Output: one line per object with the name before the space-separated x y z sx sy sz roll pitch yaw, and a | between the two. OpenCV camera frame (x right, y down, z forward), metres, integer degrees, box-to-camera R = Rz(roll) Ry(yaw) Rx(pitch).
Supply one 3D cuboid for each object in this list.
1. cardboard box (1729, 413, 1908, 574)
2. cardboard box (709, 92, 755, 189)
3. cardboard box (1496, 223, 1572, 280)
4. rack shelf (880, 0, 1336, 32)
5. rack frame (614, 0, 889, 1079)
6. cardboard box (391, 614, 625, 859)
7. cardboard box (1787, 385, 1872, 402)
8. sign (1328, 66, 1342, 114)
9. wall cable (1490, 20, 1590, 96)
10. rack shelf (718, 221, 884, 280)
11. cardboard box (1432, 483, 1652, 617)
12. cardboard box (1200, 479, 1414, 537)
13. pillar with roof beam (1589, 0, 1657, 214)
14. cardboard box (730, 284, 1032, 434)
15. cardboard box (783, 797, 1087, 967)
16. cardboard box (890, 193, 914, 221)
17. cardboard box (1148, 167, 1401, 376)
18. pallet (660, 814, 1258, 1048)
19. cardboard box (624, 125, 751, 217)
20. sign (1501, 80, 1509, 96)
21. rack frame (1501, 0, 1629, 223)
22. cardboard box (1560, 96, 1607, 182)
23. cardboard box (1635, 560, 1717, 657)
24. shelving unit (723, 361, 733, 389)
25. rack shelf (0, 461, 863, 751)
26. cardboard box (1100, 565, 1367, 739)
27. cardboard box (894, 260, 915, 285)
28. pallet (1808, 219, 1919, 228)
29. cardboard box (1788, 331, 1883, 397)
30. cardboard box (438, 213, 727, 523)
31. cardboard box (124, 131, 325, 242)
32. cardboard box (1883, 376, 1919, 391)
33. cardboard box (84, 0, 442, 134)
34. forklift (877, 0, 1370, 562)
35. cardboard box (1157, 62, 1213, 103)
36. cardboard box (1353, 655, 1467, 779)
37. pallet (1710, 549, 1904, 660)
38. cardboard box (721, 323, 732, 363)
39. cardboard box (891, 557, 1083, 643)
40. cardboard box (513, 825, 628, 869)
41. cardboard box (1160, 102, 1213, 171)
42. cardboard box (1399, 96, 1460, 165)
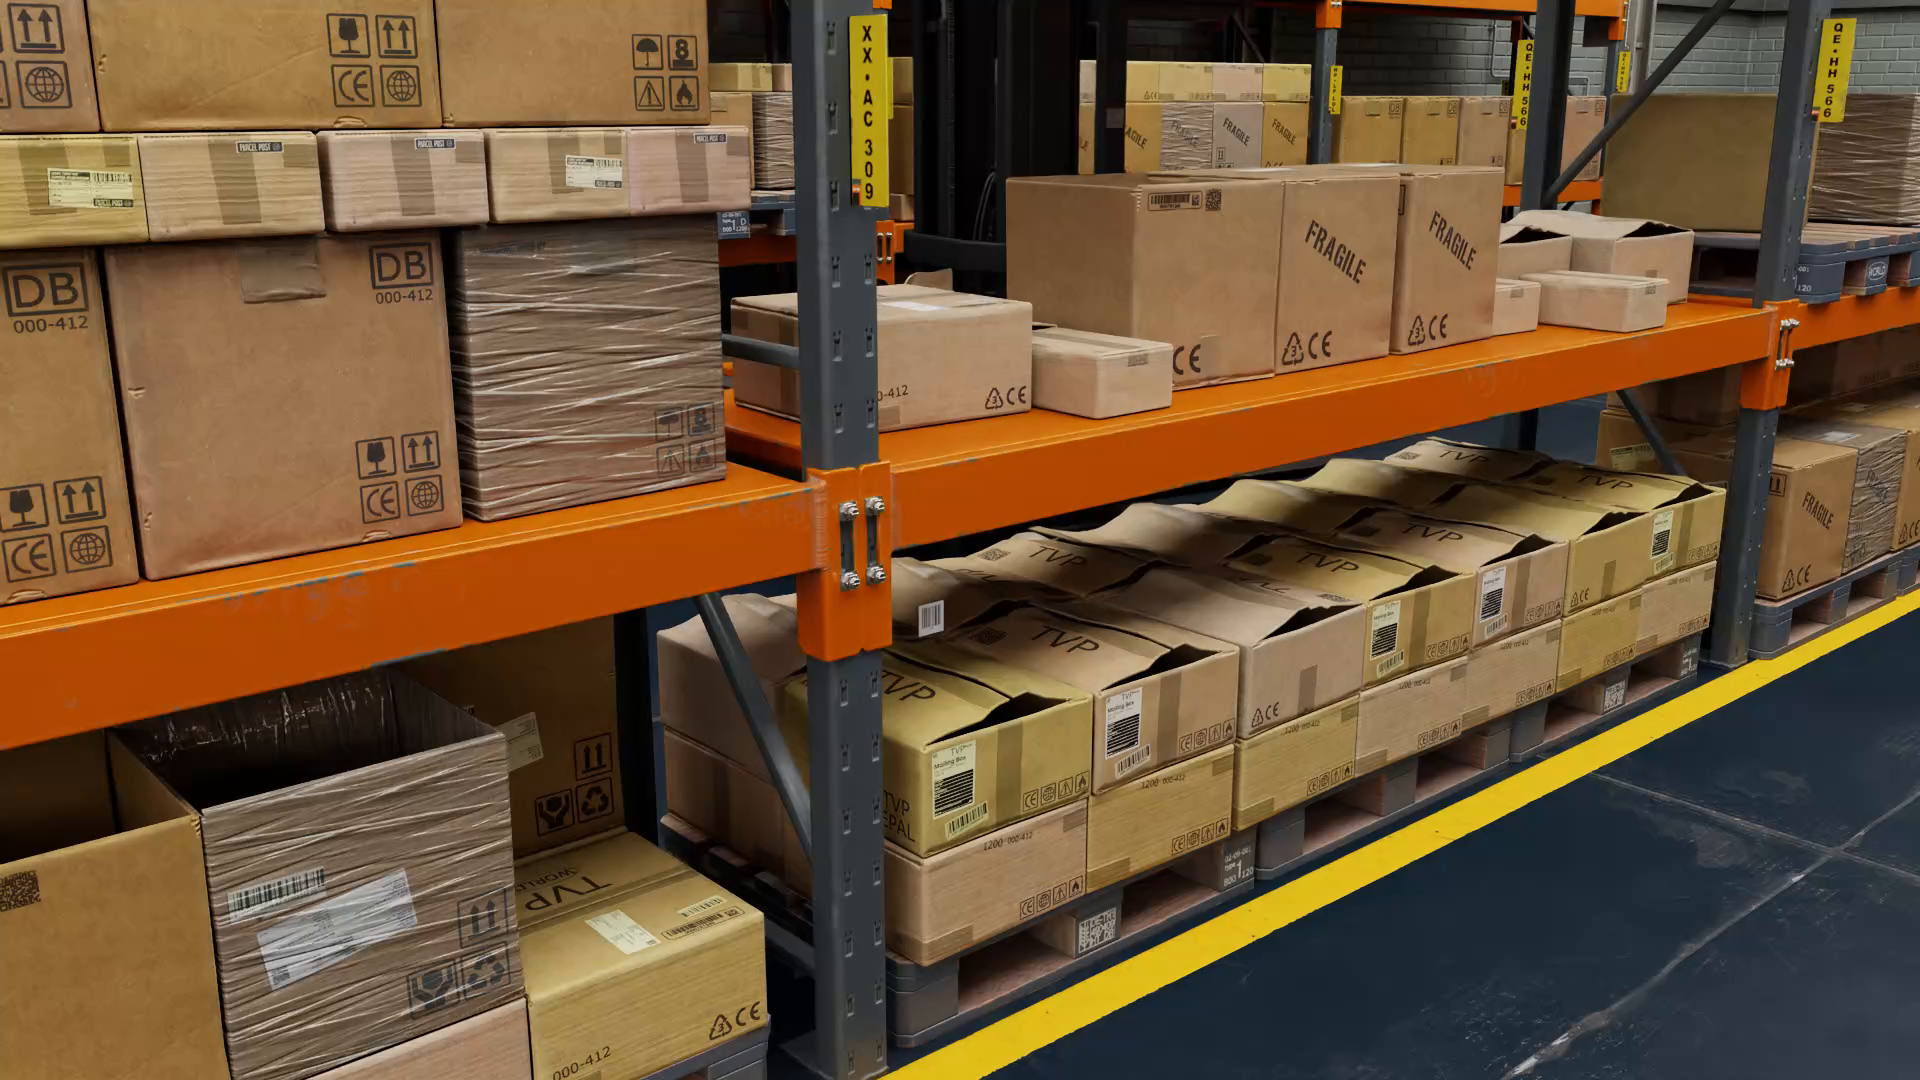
cardboard box | 3.414 -0.200 6.677 0.500 0.500 0.500 -14 20 -41
cardboard box | -1.515 -2.127 8.854 0.700 0.500 0.500 14 20 42
cardboard box | 1.690 -0.927 5.580 0.500 0.311 0.500 -13 20 -40
rack shelf | 0.746 -3.488 10.577 4.000 0.370 1.077 -13 19 -39
rack frame | -0.526 -0.406 3.458 0.127 3.000 1.000 -13 19 -39
cardboard box | -1.081 0.375 3.596 0.500 0.500 0.500 -13 19 -39
cardboard box | 3.826 -0.470 7.690 0.500 0.500 0.500 -14 20 -41
sign | 2.618 -3.142 11.611 0.005 0.325 0.100 -13 19 -39
wall cable | 5.617 -4.295 16.047 1.851 1.984 0.084 -13 19 -39
rack shelf | -2.272 -1.361 8.427 4.000 0.370 1.077 -13 19 -39
cardboard box | 1.871 -0.003 5.377 0.500 0.311 0.500 -13 20 -40
cardboard box | 1.127 -0.021 5.444 0.500 0.311 0.500 -13 20 -41
pillar with roof beam | 9.567 -6.089 13.107 0.400 9.000 9.100 -13 19 -39
cardboard box | -0.183 -0.426 3.821 0.500 0.250 0.500 -11 19 -36
cardboard box | -0.059 0.699 3.834 0.500 0.250 0.500 -13 20 -41
cardboard box | -0.362 -1.946 9.673 0.250 0.149 0.380 -13 20 -40
cardboard box | 0.840 -0.755 4.572 0.500 0.500 0.500 -13 19 -39
pallet | 0.005 0.809 4.313 1.213 0.211 1.003 -13 19 -39
cardboard box | -0.590 -0.680 3.033 0.250 0.149 0.380 -13 20 -39
sign | 4.913 -3.968 14.963 0.005 0.325 0.100 -13 19 -39
rack frame | 5.272 -3.403 14.676 0.127 3.000 1.000 -13 19 -39
cardboard box | 4.894 -3.459 14.307 0.700 0.700 0.980 -12 19 -37
cardboard box | 2.255 0.178 5.784 0.500 0.250 0.500 -12 19 -38
shelving unit | -0.865 -0.374 7.089 0.252 1.050 0.215 -15 21 -34
rack shelf | -2.034 0.280 2.282 4.000 0.370 1.077 -13 19 -39
cardboard box | 0.720 0.255 4.410 0.500 0.311 0.500 -14 20 -41
cardboard box | -0.122 -1.311 10.197 0.750 0.750 0.750 -13 20 -40
pallet | 3.956 -1.321 7.256 1.213 0.211 1.003 -13 19 -39
cardboard box | 3.852 -0.840 7.619 0.500 0.250 0.500 -13 20 -40
cardboard box | -0.856 -0.378 3.159 0.500 0.500 0.700 -13 20 -41
cardboard box | -1.171 -0.549 2.542 0.250 0.149 0.380 -13 20 -39
cardboard box | 4.568 -0.460 7.650 0.500 0.500 0.500 -12 19 -39
cardboard box | -1.237 -0.919 2.670 0.500 0.500 0.700 -13 20 -39
forklift | 0.602 -1.492 7.656 3.031 2.935 1.130 -8 17 -29
cardboard box | 1.294 -2.989 10.866 0.500 0.250 0.500 -12 19 -38
cardboard box | 1.101 0.439 4.809 0.500 0.250 0.500 -12 19 -38
pallet | 3.080 0.144 6.801 1.213 0.211 1.003 -13 19 -39
cardboard box | -1.272 -0.920 9.374 0.500 0.500 0.700 -12 19 -39
cardboard box | -0.020 0.235 4.487 0.500 0.311 0.500 -12 19 -38
cardboard box | -1.075 0.739 3.685 0.500 0.250 0.500 -13 19 -39
cardboard box | 1.309 -2.628 10.966 0.500 0.500 0.500 -13 19 -39
cardboard box | 3.229 -3.081 12.892 0.700 0.700 0.980 -13 20 -41
